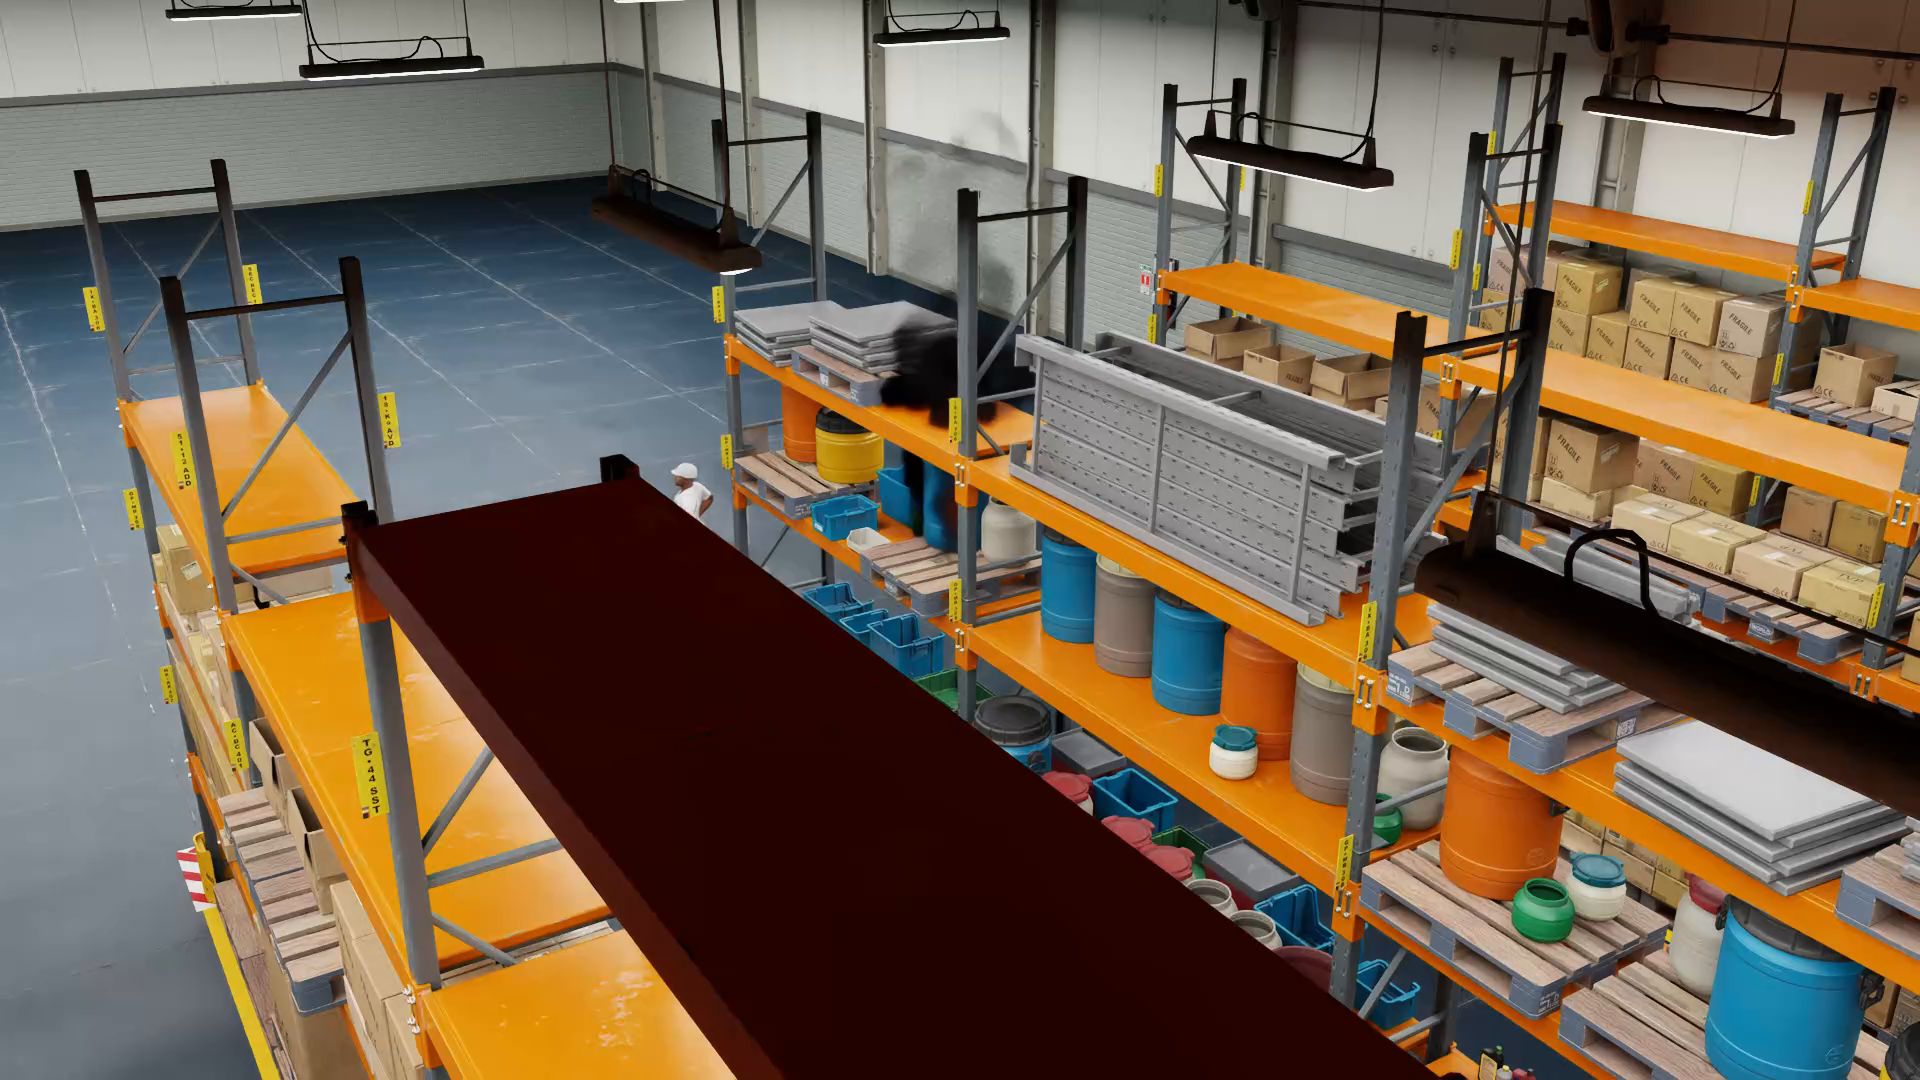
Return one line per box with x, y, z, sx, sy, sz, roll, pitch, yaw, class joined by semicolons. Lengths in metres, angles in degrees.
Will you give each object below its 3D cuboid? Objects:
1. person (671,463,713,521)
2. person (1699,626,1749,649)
-3.110;-0.038;19.052;0.945;1.780;0.691;-3;22;-7;person
7.059;1.271;15.845;0.667;1.841;0.782;-15;26;-33;person
